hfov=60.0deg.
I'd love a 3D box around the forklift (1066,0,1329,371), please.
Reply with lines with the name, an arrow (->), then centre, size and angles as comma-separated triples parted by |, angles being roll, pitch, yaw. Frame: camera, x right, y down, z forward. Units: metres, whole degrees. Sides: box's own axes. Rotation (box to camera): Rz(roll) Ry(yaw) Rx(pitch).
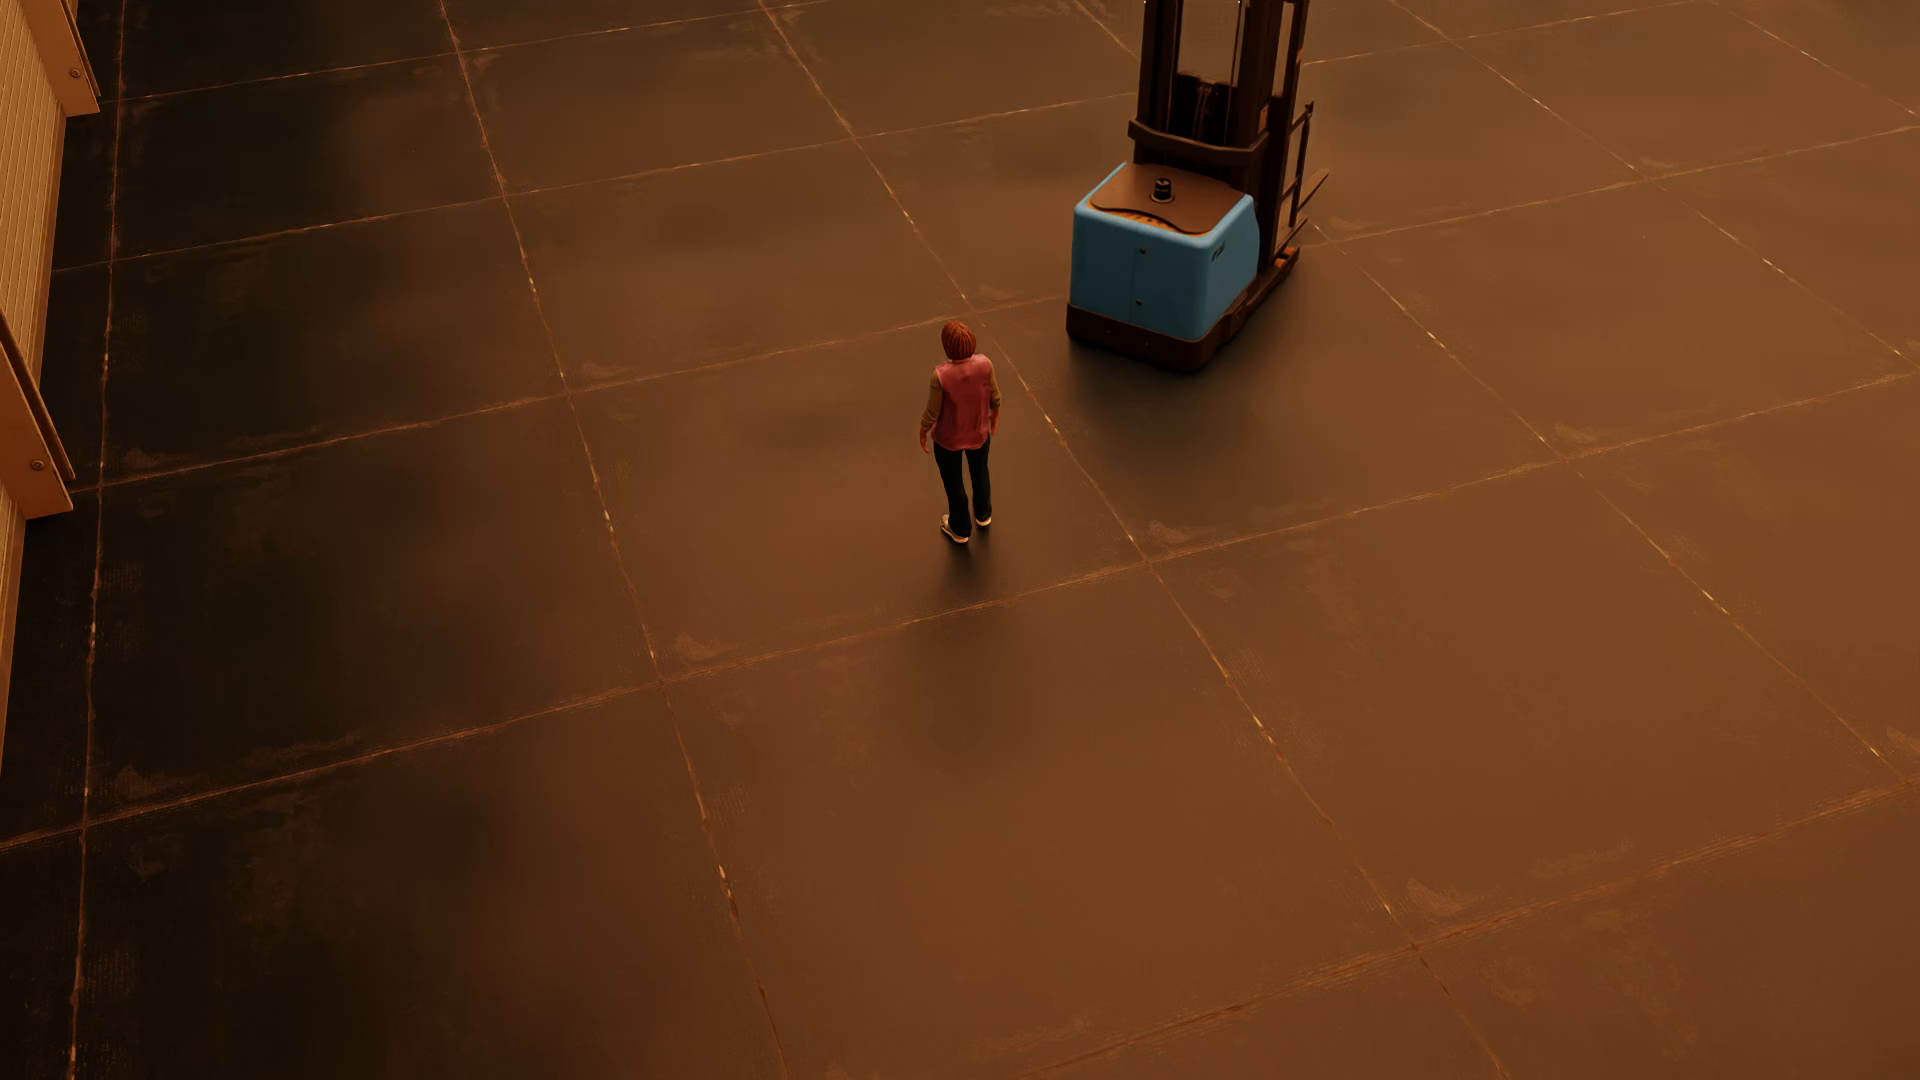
forklift -> 1.942, -3.229, 11.842 | 1.130, 2.935, 3.031 | 21, 44, 23

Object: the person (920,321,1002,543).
person -> -0.012, -0.666, 9.815 | 0.520, 1.599, 0.473 | -13, 42, -15
